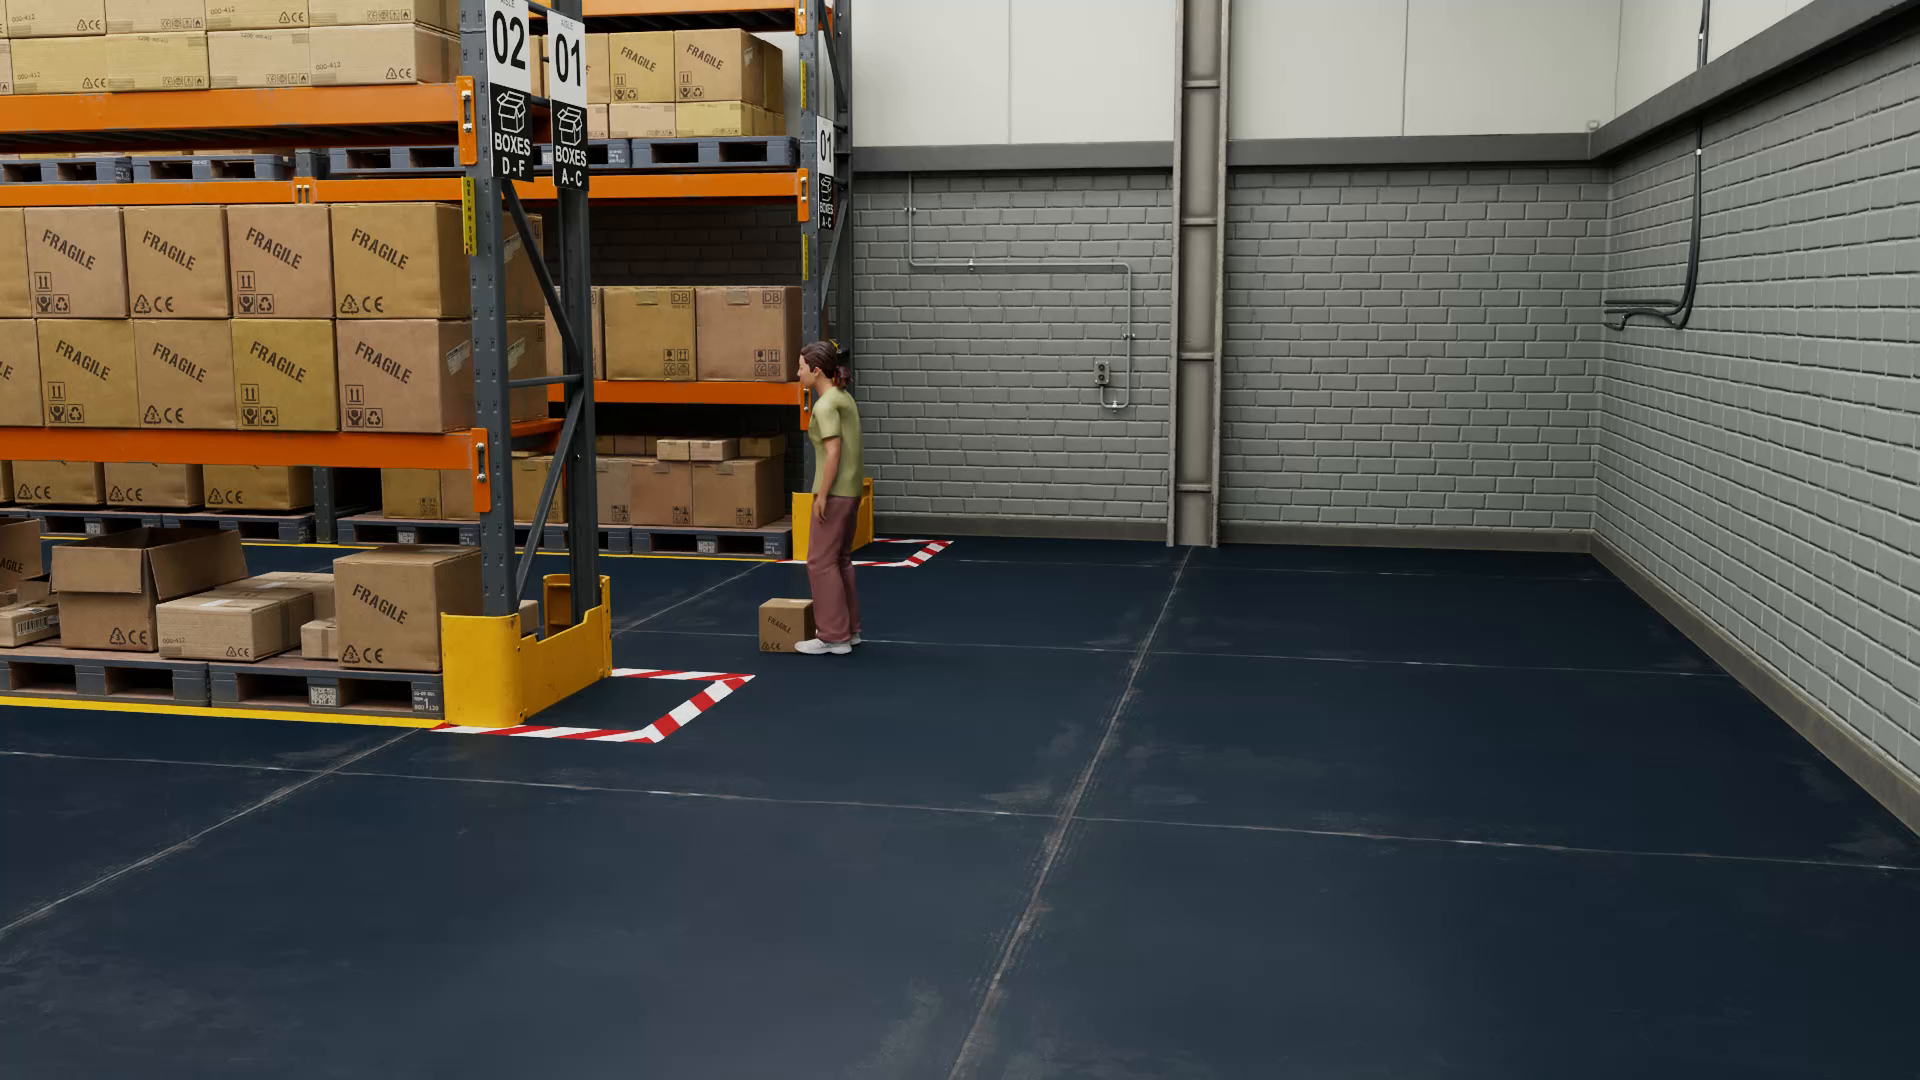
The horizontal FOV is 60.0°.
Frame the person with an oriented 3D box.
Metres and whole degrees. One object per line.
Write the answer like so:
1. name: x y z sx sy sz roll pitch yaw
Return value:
1. person: -0.700 -0.230 8.953 0.359 1.672 0.521 1 8 8
